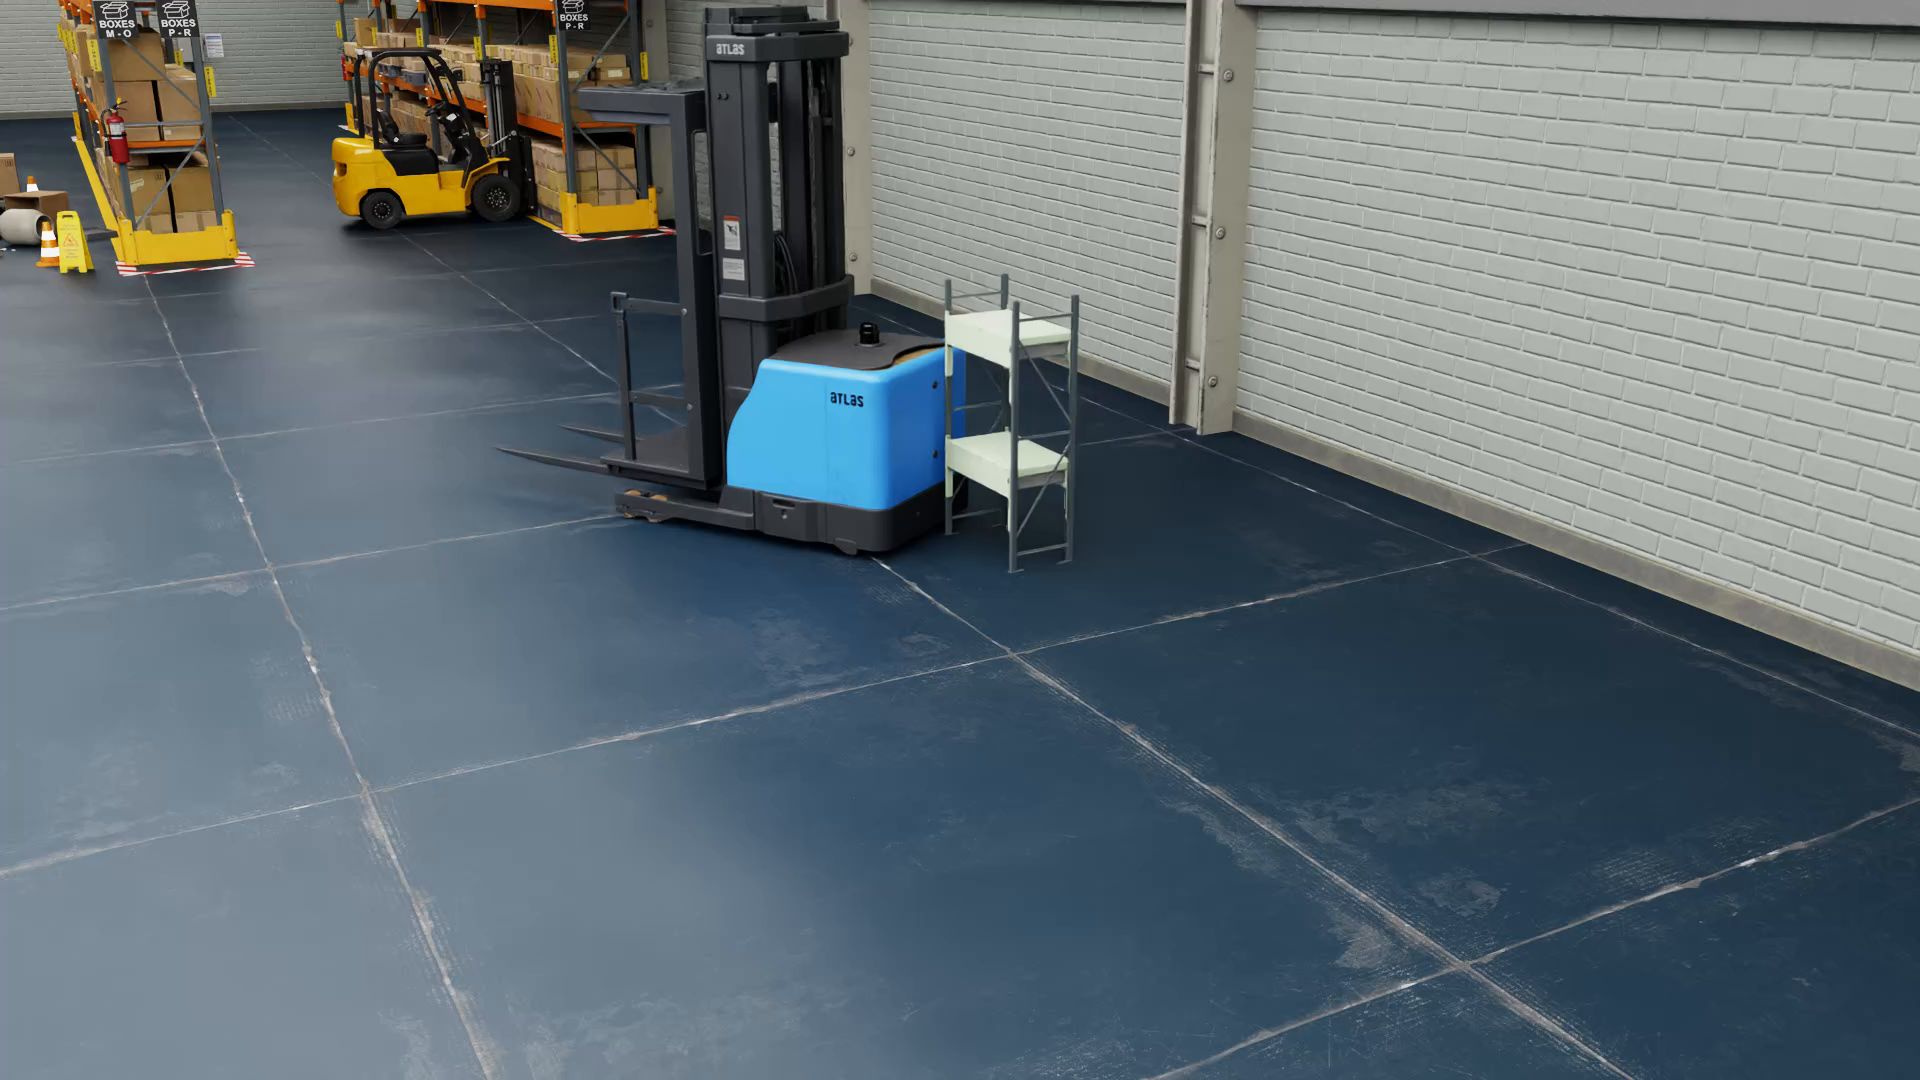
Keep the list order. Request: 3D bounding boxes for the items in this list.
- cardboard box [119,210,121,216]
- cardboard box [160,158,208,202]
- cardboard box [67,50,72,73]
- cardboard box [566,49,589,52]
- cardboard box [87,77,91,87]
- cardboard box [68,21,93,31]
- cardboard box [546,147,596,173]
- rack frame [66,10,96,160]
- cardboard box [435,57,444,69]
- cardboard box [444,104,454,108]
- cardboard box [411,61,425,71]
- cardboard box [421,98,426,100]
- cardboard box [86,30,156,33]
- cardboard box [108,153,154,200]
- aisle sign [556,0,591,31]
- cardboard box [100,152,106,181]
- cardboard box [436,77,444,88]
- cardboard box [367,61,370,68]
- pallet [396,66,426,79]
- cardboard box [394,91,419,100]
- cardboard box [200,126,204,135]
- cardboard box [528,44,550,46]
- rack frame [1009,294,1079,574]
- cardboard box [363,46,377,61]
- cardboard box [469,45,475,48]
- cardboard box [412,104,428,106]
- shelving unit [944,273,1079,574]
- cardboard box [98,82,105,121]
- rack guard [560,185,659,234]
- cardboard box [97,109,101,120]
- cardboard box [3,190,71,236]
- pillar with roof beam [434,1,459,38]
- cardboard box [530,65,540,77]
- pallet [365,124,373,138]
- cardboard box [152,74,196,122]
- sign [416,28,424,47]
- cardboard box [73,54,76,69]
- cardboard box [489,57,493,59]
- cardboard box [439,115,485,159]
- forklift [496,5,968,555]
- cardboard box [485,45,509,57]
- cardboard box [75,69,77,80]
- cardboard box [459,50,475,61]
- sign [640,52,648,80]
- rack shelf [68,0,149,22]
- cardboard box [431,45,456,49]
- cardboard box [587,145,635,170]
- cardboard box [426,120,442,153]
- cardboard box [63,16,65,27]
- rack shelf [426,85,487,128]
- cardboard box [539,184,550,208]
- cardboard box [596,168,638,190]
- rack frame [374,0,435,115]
[{"bbox_3d":[-9.640,-3.815,19.659,0.500,0.250,0.500,-10,21,-26],"label":"cardboard box"},{"bbox_3d":[-9.184,-4.259,19.799,0.500,0.500,0.500,-11,22,-29],"label":"cardboard box"},{"bbox_3d":[-15.912,-8.744,30.220,0.500,0.500,0.500,-10,21,-27],"label":"cardboard box"},{"bbox_3d":[-5.094,-6.418,22.029,0.380,0.149,0.250,-10,21,-26],"label":"cardboard box"},{"bbox_3d":[-12.282,-6.576,23.830,0.380,0.149,0.250,-10,21,-26],"label":"cardboard box"},{"bbox_3d":[-14.021,-8.083,26.773,0.500,0.500,0.500,-11,22,-28],"label":"cardboard box"},{"bbox_3d":[-4.907,-4.801,20.984,0.500,0.250,0.500,-9,21,-25],"label":"cardboard box"},{"bbox_3d":[-14.478,-8.020,28.276,1.000,3.000,0.127,-10,21,-27],"label":"rack frame"},{"bbox_3d":[-7.980,-7.498,26.227,0.500,0.250,0.500,-9,21,-25],"label":"cardboard box"},{"bbox_3d":[-8.847,-7.527,29.039,0.380,0.149,0.250,-10,21,-26],"label":"cardboard box"},{"bbox_3d":[-8.862,-7.851,27.526,0.380,0.149,0.250,-10,21,-26],"label":"cardboard box"},{"bbox_3d":[-9.683,-8.053,30.564,0.380,0.149,0.250,-11,22,-29],"label":"cardboard box"},{"bbox_3d":[-9.449,-5.495,18.817,0.700,0.500,0.500,-10,21,-26],"label":"cardboard box"},{"bbox_3d":[-10.128,-4.465,20.394,0.500,0.500,0.500,-9,21,-24],"label":"cardboard box"},{"bbox_3d":[-4.641,-6.510,19.914,0.394,0.787,0.004,-10,21,-27],"label":"aisle sign"},{"bbox_3d":[-11.962,-5.454,24.224,0.950,0.372,0.625,-10,22,-28],"label":"cardboard box"},{"bbox_3d":[-7.982,-7.261,26.305,0.500,0.250,0.500,-10,22,-28],"label":"cardboard box"},{"bbox_3d":[-11.020,-9.015,31.543,0.380,0.149,0.250,-10,22,-27],"label":"cardboard box"},{"bbox_3d":[-9.140,-8.109,28.827,1.003,0.211,1.213,-10,21,-27],"label":"pallet"},{"bbox_3d":[-10.010,-8.043,30.080,0.380,0.149,0.250,-11,22,-29],"label":"cardboard box"},{"bbox_3d":[-8.946,-4.745,19.170,0.380,0.149,0.250,-11,22,-28],"label":"cardboard box"},{"bbox_3d":[-5.896,-6.943,23.551,0.380,0.149,0.250,-10,21,-27],"label":"cardboard box"},{"bbox_3d":[0.450,-0.557,8.948,0.400,1.500,0.023,-10,22,-27],"label":"rack frame"},{"bbox_3d":[-11.045,-9.255,31.629,0.500,0.250,0.500,-10,21,-27],"label":"cardboard box"},{"bbox_3d":[-7.588,-7.792,26.467,0.380,0.149,0.250,-10,21,-27],"label":"cardboard box"},{"bbox_3d":[-9.347,-7.532,29.053,0.380,0.149,0.250,-10,21,-26],"label":"cardboard box"},{"bbox_3d":[0.272,-0.662,9.250,0.431,1.500,0.755,-10,22,-27],"label":"shelving unit"},{"bbox_3d":[-9.514,-5.021,18.975,0.500,0.500,0.500,-10,21,-27],"label":"cardboard box"},{"bbox_3d":[-4.402,-4.157,20.912,1.175,0.500,0.348,-10,21,-27],"label":"rack guard"},{"bbox_3d":[-10.812,-5.465,21.256,0.380,0.149,0.250,-10,21,-27],"label":"cardboard box"},{"bbox_3d":[-11.368,-4.025,20.526,0.500,0.500,0.500,4,19,11],"label":"cardboard box"},{"bbox_3d":[-13.438,-11.299,28.580,9.100,9.000,0.400,-10,21,-27],"label":"pillar with roof beam"},{"bbox_3d":[-5.318,-6.051,21.420,0.380,0.149,0.250,-11,22,-28],"label":"cardboard box"},{"bbox_3d":[-11.020,-8.020,32.550,1.003,0.211,1.213,-10,21,-27],"label":"pallet"},{"bbox_3d":[-9.010,-5.091,19.176,0.500,0.500,0.500,-9,21,-25],"label":"cardboard box"},{"bbox_3d":[-8.686,-8.065,26.752,0.100,0.325,0.005,-10,21,-27],"label":"sign"},{"bbox_3d":[-14.029,-7.722,26.874,0.500,0.250,0.500,-10,21,-26],"label":"cardboard box"},{"bbox_3d":[-6.393,-6.715,23.347,0.380,0.149,0.250,-10,22,-28],"label":"cardboard box"},{"bbox_3d":[-7.928,-6.537,26.974,0.875,0.625,0.625,-9,21,-25],"label":"cardboard box"},{"bbox_3d":[-1.493,-1.625,9.849,3.031,2.935,1.130,10,21,27],"label":"forklift"},{"bbox_3d":[-6.423,-6.851,23.283,0.380,0.149,0.250,-10,21,-26],"label":"cardboard box"},{"bbox_3d":[-14.502,-7.782,27.816,0.500,0.250,0.500,-11,22,-28],"label":"cardboard box"},{"bbox_3d":[-7.303,-7.274,24.964,0.380,0.149,0.250,-10,21,-26],"label":"cardboard box"},{"bbox_3d":[-3.922,-5.876,20.614,0.100,0.325,0.005,-10,21,-27],"label":"sign"},{"bbox_3d":[-11.629,-7.376,22.913,1.077,0.370,4.000,-10,21,-27],"label":"rack shelf"},{"bbox_3d":[-8.192,-7.782,26.439,0.380,0.149,0.250,-9,21,-25],"label":"cardboard box"},{"bbox_3d":[-4.475,-4.884,21.226,0.500,0.250,0.500,-10,22,-27],"label":"cardboard box"},{"bbox_3d":[-8.602,-6.747,27.774,0.500,0.500,0.500,-9,21,-25],"label":"cardboard box"},{"bbox_3d":[-15.660,-9.070,29.631,0.500,0.500,0.500,-10,21,-26],"label":"cardboard box"},{"bbox_3d":[-7.263,-6.728,25.633,1.077,0.370,4.000,-10,21,-27],"label":"rack shelf"},{"bbox_3d":[-5.143,-4.474,21.571,0.500,0.250,0.500,-10,21,-27],"label":"cardboard box"},{"bbox_3d":[-4.454,-4.648,21.307,0.500,0.250,0.500,-10,21,-26],"label":"cardboard box"},{"bbox_3d":[-10.112,-8.790,30.507,1.000,3.000,0.127,-10,21,-27],"label":"rack frame"}]
